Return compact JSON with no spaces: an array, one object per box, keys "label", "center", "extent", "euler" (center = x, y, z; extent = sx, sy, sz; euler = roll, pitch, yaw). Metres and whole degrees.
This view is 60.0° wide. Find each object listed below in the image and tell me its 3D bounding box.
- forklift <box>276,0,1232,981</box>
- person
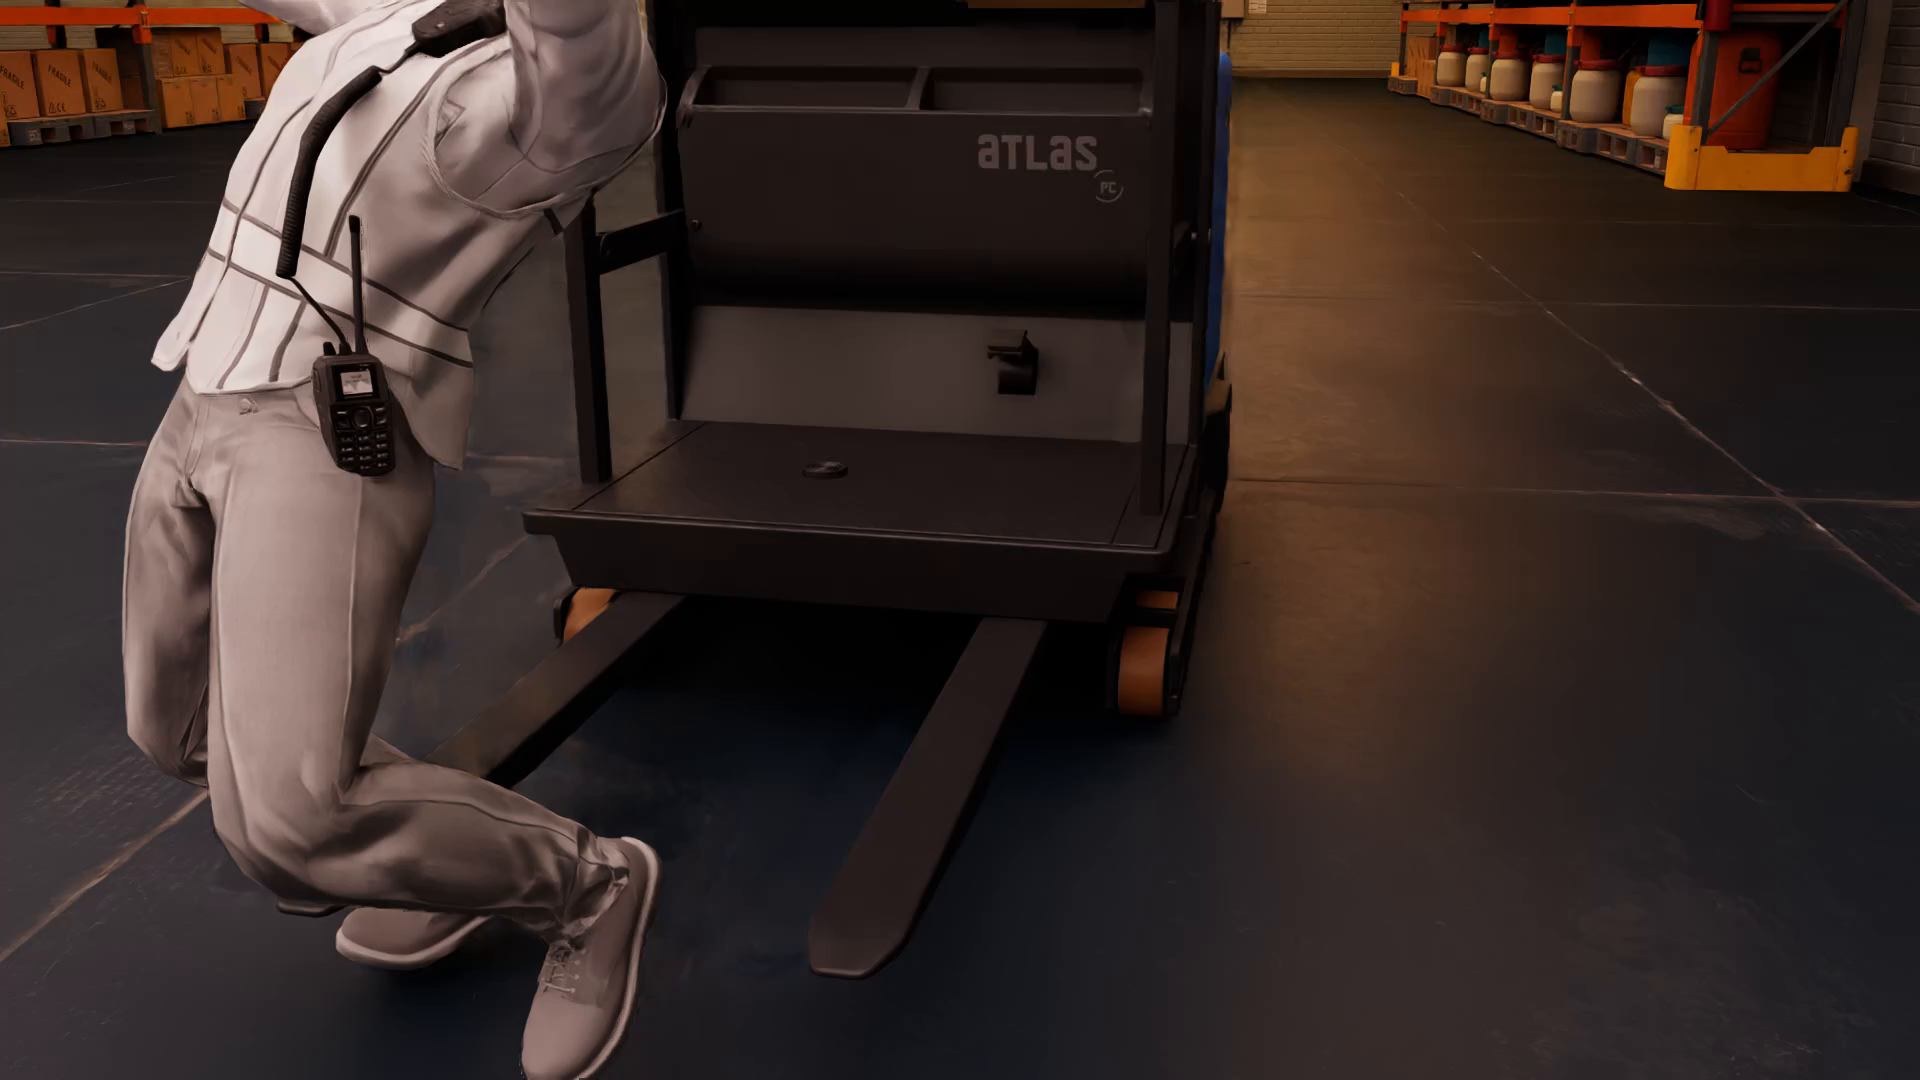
[{"label":"forklift","center":[-0.112,-1.209,2.787],"extent":[1.130,2.935,3.031],"euler":[4,18,11]},{"label":"person","center":[-0.591,-0.210,1.834],"extent":[0.728,1.552,0.890],"euler":[-14,22,-38]}]
